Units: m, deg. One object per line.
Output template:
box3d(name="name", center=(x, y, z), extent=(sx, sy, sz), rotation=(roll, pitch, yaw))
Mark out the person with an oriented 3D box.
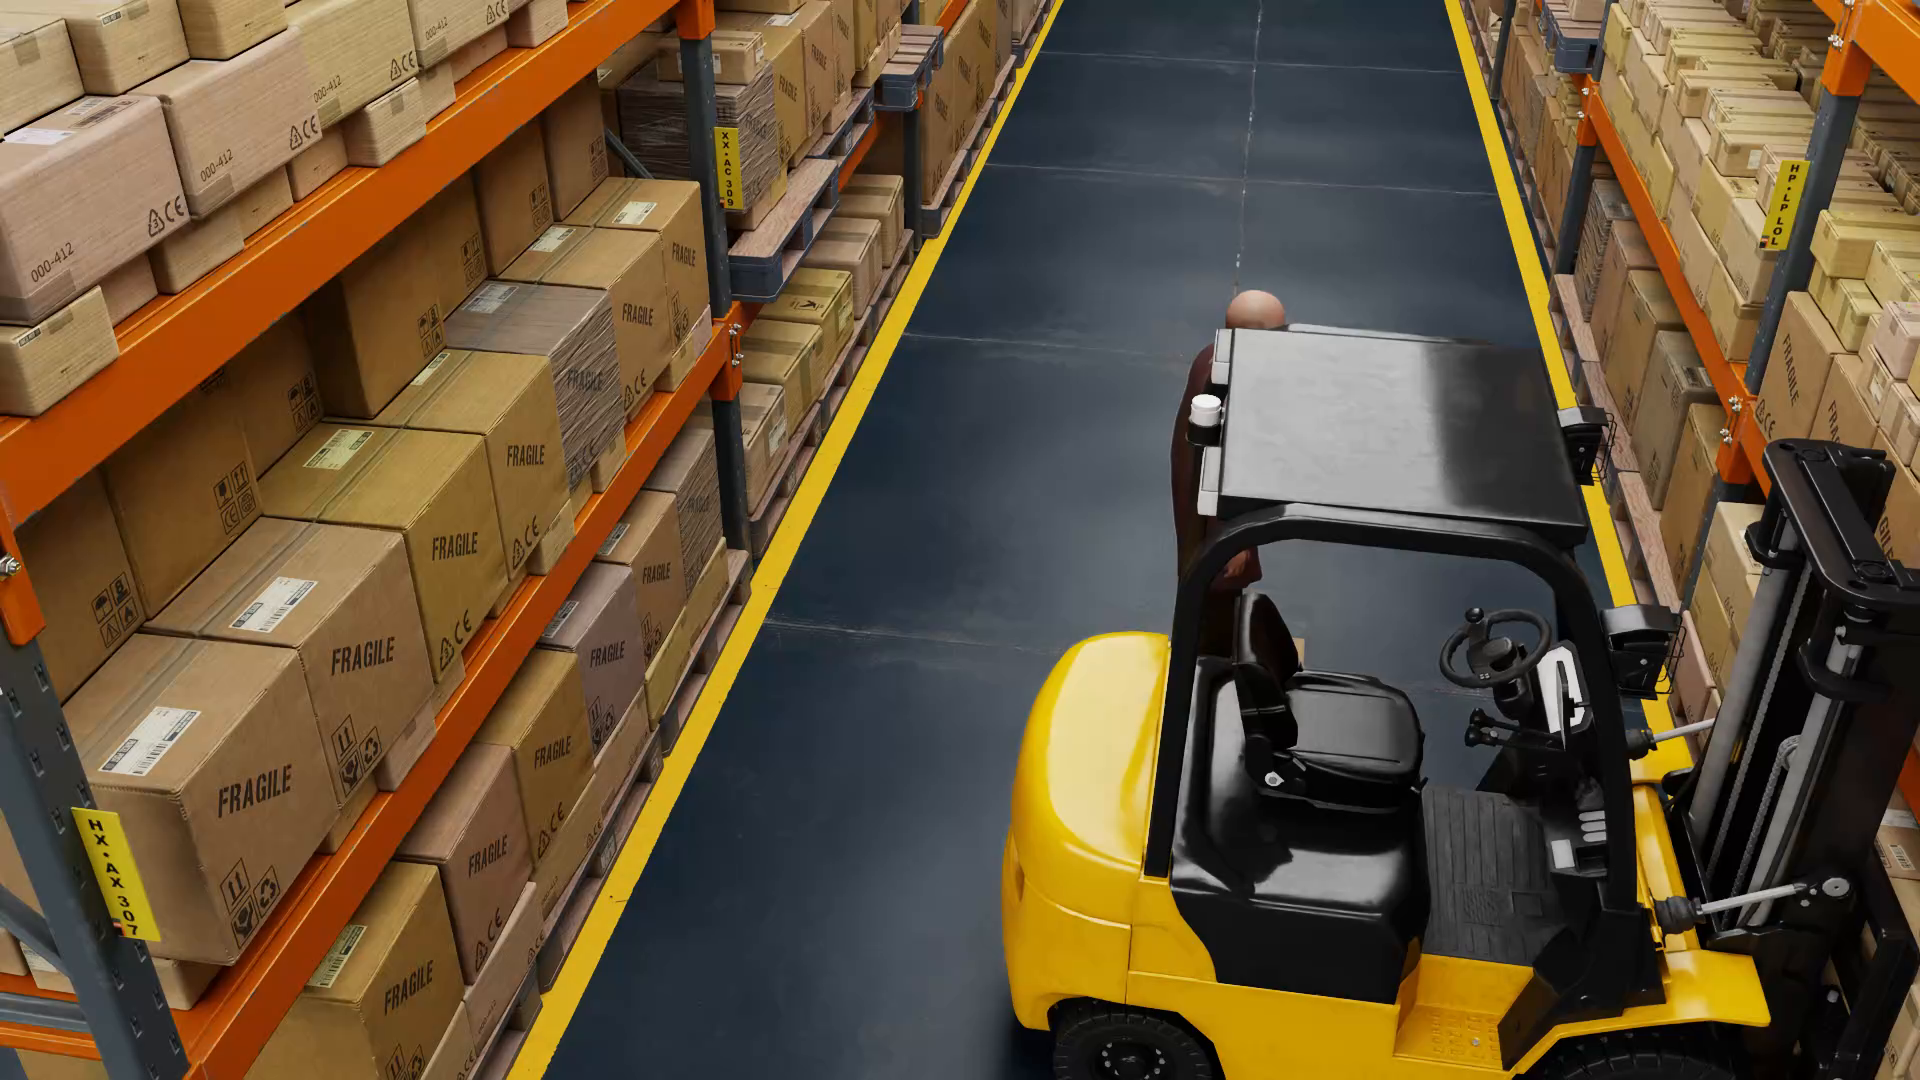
box3d(name="person", center=(1.002, -0.116, 6.337), extent=(0.426, 1.773, 0.652), rotation=(3, 32, 5))
